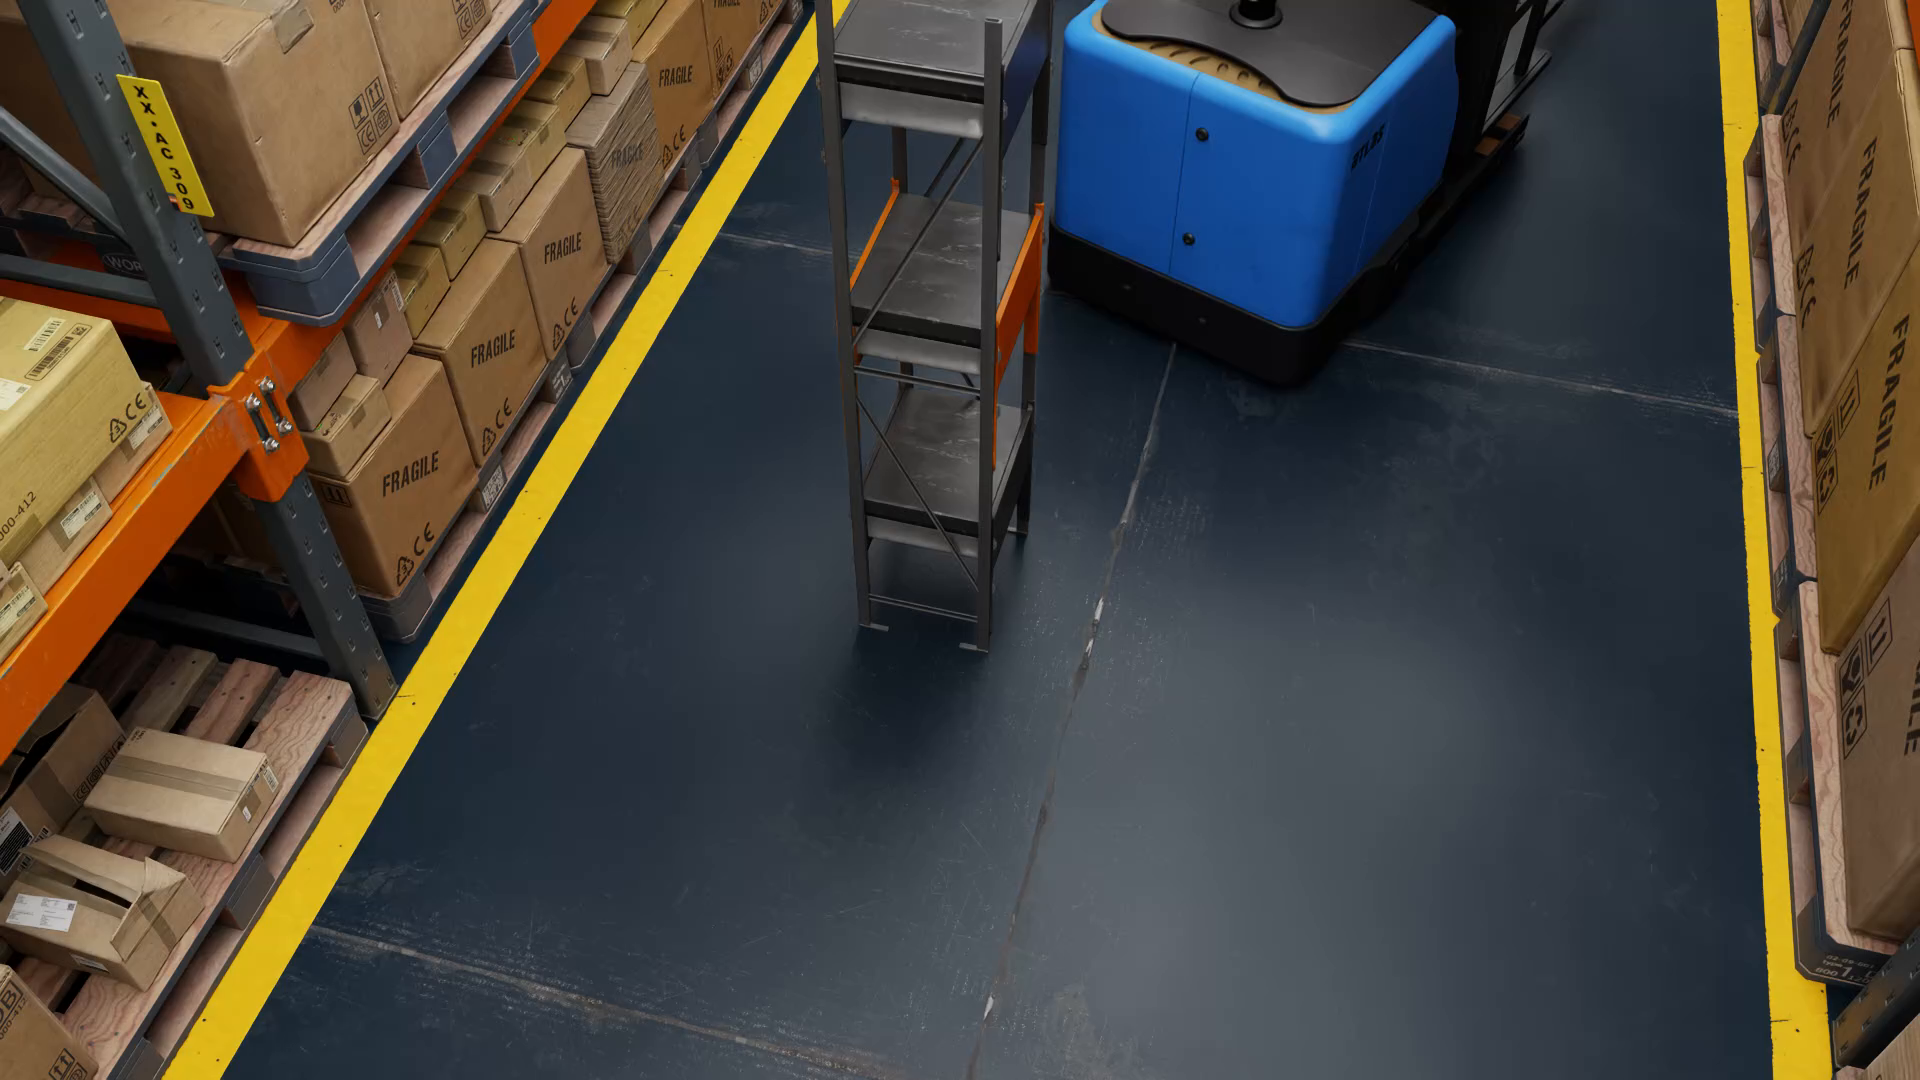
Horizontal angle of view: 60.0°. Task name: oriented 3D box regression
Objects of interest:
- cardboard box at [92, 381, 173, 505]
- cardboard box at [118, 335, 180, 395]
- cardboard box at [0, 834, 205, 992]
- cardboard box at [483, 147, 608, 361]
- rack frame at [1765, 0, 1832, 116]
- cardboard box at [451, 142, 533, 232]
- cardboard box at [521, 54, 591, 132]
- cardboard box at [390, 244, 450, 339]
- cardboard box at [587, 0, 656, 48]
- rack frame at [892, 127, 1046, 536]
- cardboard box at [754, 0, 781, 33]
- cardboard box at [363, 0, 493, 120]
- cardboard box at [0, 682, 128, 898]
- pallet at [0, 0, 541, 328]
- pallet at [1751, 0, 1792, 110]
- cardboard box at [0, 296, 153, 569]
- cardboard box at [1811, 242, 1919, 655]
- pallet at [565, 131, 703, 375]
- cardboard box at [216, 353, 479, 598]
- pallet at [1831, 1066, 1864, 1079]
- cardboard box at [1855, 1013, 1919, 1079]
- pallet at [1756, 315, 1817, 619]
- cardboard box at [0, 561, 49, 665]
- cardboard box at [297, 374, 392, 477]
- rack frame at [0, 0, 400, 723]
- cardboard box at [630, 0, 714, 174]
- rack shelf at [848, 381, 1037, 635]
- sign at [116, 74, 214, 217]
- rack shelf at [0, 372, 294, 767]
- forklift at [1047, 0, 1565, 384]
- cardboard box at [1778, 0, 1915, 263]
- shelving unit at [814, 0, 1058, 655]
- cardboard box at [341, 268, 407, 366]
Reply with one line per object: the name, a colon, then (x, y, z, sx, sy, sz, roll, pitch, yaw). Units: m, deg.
cardboard box: (-1.978, -0.247, 3.635, 0.380, 0.149, 0.250, 12, 50, 11)
cardboard box: (-2.319, -0.460, 4.610, 0.380, 0.149, 0.250, 10, 49, 9)
cardboard box: (-2.095, 0.874, 4.021, 0.396, 0.266, 0.258, 13, 50, 11)
cardboard box: (-1.527, -0.975, 5.497, 0.500, 0.500, 0.500, 10, 49, 9)
rack frame: (3.705, -2.527, 5.480, 1.000, 3.000, 0.127, 12, 50, 10)
cardboard box: (-1.571, -1.122, 5.194, 0.380, 0.149, 0.250, 11, 50, 10)
cardboard box: (-1.460, -1.502, 5.529, 0.380, 0.149, 0.250, 12, 50, 10)
cardboard box: (-1.732, -0.747, 4.864, 0.380, 0.149, 0.250, 9, 49, 8)
cardboard box: (-1.303, -1.875, 5.859, 0.380, 0.149, 0.250, 11, 49, 9)
rack frame: (0.021, -0.752, 4.513, 0.400, 2.100, 0.015, 12, 50, 10)
cardboard box: (-0.989, -2.467, 6.814, 0.500, 0.500, 0.500, 13, 50, 11)
cardboard box: (-1.658, -1.463, 4.194, 0.700, 0.500, 0.500, 12, 50, 10)
cardboard box: (-2.539, 0.571, 4.258, 0.500, 0.311, 0.500, 13, 50, 11)
pallet: (-1.822, -1.103, 4.351, 1.003, 0.211, 1.213, 12, 50, 10)
pallet: (3.912, -2.169, 7.024, 1.003, 0.211, 1.213, 12, 50, 10)
cardboard box: (-2.036, -0.243, 3.365, 0.500, 0.250, 0.500, 13, 50, 11)
cardboard box: (2.968, -0.189, 4.553, 0.875, 0.875, 0.875, 13, 50, 11)
pallet: (-1.641, -1.169, 6.141, 1.003, 0.211, 1.213, 12, 50, 10)
cardboard box: (-1.793, -0.228, 4.838, 0.500, 0.500, 0.500, 14, 50, 12)
pallet: (2.376, 1.824, 3.500, 1.003, 0.211, 1.213, 12, 50, 10)
cardboard box: (2.383, 1.508, 3.347, 0.875, 0.438, 0.875, 11, 49, 9)
pallet: (3.102, -0.169, 5.259, 1.003, 0.211, 1.213, 12, 50, 10)
cardboard box: (-2.071, 0.138, 3.295, 0.380, 0.149, 0.250, 13, 50, 11)
cardboard box: (-1.786, -0.344, 4.507, 0.380, 0.149, 0.250, 14, 50, 12)
rack frame: (-2.138, -0.611, 3.788, 1.000, 3.000, 0.127, 12, 50, 10)
cardboard box: (-1.266, -1.728, 6.162, 0.500, 0.500, 0.500, 14, 50, 12)
rack shelf: (-0.044, -0.103, 4.892, 0.431, 0.518, 0.480, 12, 50, 10)
sign: (-1.612, -0.795, 3.374, 0.100, 0.325, 0.005, 12, 50, 10)
rack shelf: (-2.664, 1.074, 2.781, 1.077, 0.370, 4.000, 12, 50, 10)
forklift: (1.582, -2.569, 5.562, 1.130, 2.935, 3.031, 28, 54, 23)
cardboard box: (3.443, -1.480, 5.692, 0.875, 0.875, 0.875, 11, 50, 10)
shelving unit: (-0.044, -0.575, 4.357, 0.431, 2.100, 0.503, 12, 50, 10)
cardboard box: (-1.764, -0.640, 4.570, 0.380, 0.149, 0.250, 9, 49, 8)
